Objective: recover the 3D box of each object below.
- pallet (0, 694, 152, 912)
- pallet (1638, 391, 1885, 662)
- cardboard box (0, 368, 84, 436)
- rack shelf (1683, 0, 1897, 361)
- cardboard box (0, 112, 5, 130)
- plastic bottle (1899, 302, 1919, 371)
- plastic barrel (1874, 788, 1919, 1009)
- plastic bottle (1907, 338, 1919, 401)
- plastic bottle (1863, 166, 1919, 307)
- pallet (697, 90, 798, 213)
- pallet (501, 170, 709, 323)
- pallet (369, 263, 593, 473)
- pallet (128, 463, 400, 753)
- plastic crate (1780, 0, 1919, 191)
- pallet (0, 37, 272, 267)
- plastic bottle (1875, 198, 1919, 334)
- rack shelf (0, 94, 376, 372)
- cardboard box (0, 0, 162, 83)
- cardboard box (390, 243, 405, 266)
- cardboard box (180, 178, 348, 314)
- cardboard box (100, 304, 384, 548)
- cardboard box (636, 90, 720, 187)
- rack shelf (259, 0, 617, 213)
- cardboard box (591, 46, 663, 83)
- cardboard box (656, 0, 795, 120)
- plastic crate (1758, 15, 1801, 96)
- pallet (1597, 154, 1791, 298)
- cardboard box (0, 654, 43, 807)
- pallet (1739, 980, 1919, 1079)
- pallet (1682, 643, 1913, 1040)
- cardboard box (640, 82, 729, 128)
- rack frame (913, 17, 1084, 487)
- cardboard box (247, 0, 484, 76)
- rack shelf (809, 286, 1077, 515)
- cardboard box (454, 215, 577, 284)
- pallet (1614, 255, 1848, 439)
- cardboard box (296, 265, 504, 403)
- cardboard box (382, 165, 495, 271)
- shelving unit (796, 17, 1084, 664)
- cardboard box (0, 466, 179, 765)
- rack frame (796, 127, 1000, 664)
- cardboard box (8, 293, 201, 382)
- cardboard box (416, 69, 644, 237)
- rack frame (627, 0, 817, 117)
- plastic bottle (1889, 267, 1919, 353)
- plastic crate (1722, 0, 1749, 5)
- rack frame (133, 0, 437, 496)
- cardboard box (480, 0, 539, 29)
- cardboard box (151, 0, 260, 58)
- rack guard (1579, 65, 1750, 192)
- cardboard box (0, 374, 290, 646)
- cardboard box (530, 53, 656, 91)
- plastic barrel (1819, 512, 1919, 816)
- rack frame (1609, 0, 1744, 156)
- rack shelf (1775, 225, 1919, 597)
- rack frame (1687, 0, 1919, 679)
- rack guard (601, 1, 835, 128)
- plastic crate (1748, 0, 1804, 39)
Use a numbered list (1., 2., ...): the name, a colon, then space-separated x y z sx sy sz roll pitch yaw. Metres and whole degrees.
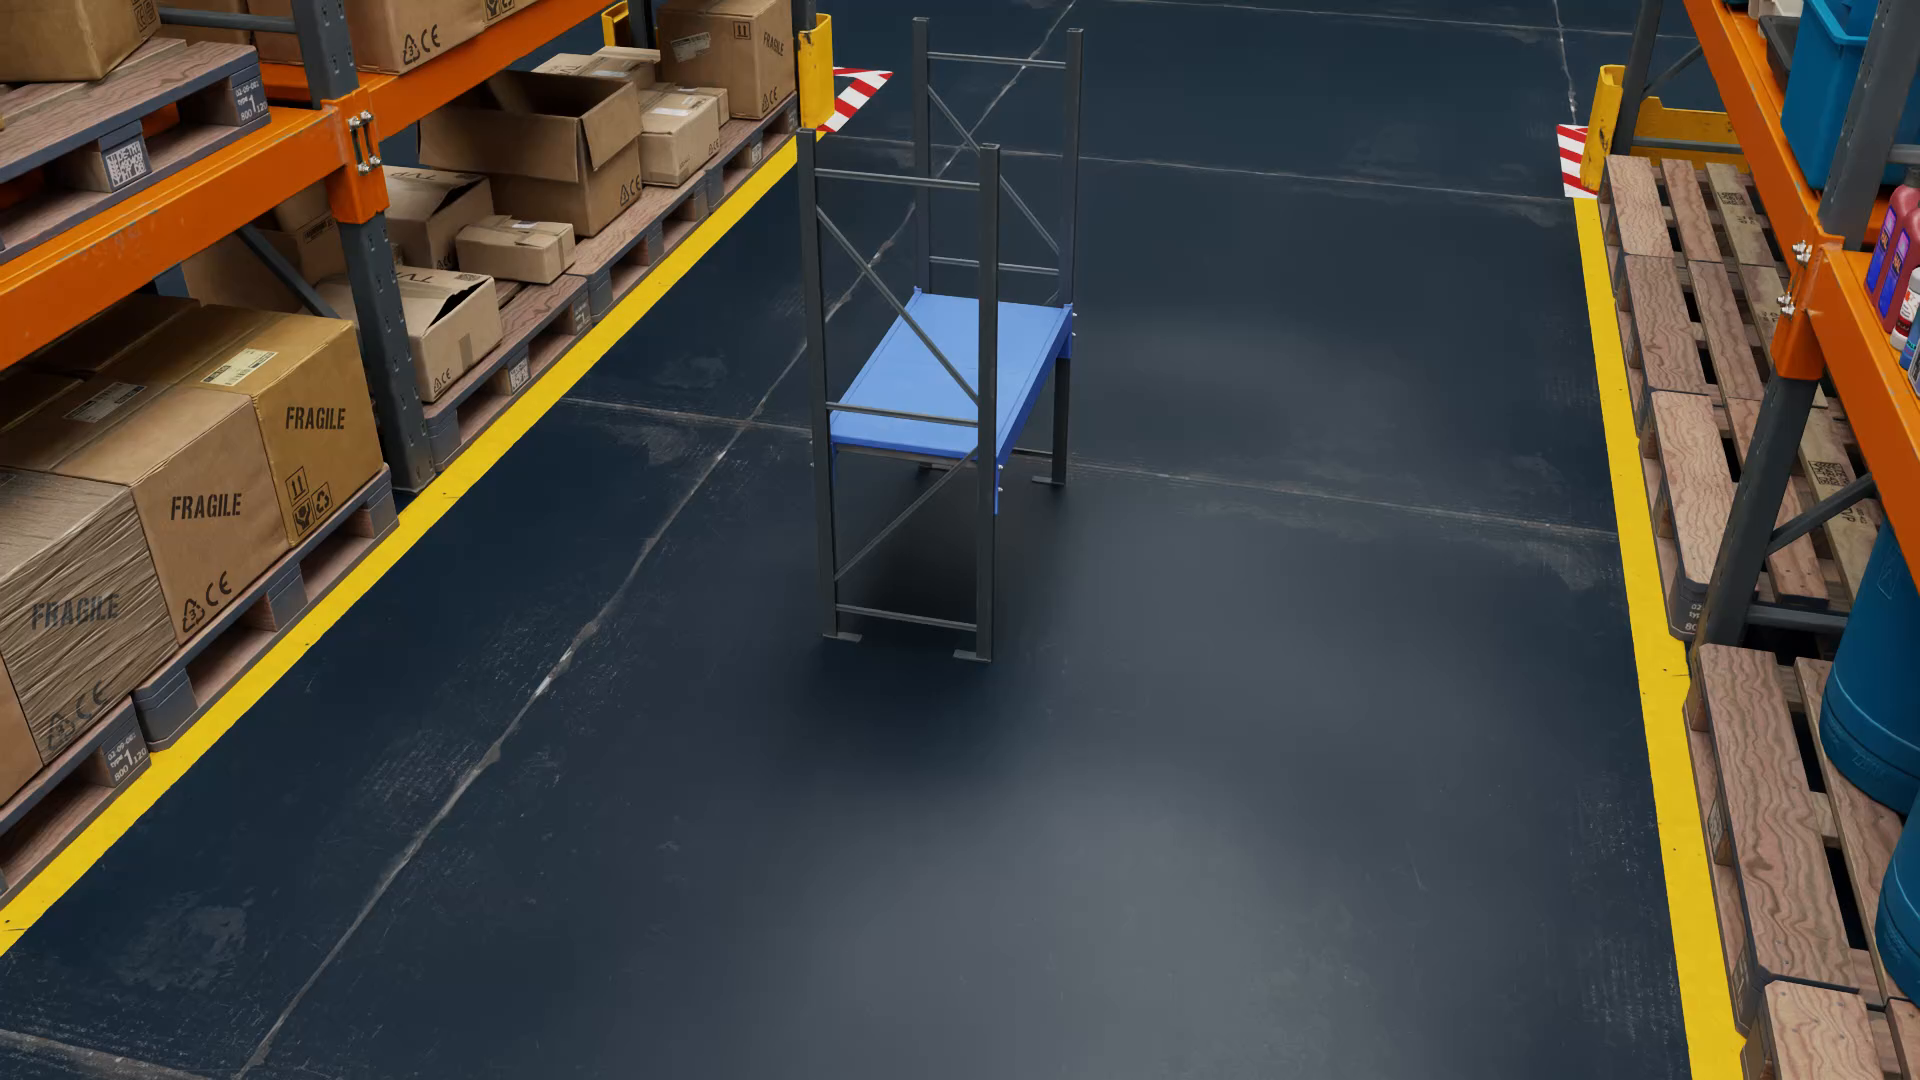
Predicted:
1. pallet: -2.731 0.728 3.907 1.003 0.211 1.213 8 33 12
2. pallet: 2.686 -0.044 5.123 1.003 0.211 1.213 8 33 12
3. cardboard box: -2.737 -0.145 4.603 0.500 0.500 0.500 8 33 13
4. rack shelf: 3.044 -1.569 5.592 1.077 0.370 4.000 8 33 12
5. cardboard box: -2.703 -1.149 3.777 0.700 0.500 0.500 13 35 20
6. plastic bottle: 1.961 -0.466 3.307 0.097 0.271 0.097 0 32 0
7. plastic barrel: 2.203 0.521 3.198 0.600 0.901 0.708 8 33 12
8. plastic bottle: 1.958 -0.404 3.205 0.152 0.276 0.135 8 33 12
9. plastic bottle: 2.031 -0.653 3.590 0.061 0.283 0.133 8 33 12
10. pallet: -1.459 -1.956 8.131 1.003 0.211 1.213 8 33 12
11. pallet: -1.771 -1.325 7.138 1.003 0.211 1.213 8 33 12
12. pallet: -2.078 -0.690 6.139 1.003 0.211 1.213 8 33 12
13. pallet: -2.423 0.093 4.906 1.003 0.211 1.213 8 33 12
14. plastic crate: 2.325 -1.142 4.209 0.392 0.384 0.575 8 33 12
15. pallet: -2.562 -1.030 4.253 1.003 0.211 1.213 8 33 12
16. plastic bottle: 1.997 -0.584 3.481 0.061 0.283 0.133 8 33 12
17. rack shelf: -2.761 -0.169 3.391 1.077 0.370 4.000 8 33 12
18. cardboard box: -2.590 -1.515 4.352 0.700 0.500 0.500 -3 33 -4
19. cardboard box: -2.346 -1.030 6.322 0.380 0.149 0.250 8 33 12
20. cardboard box: -2.383 -0.976 5.909 0.500 0.500 0.500 8 33 12
21. cardboard box: -2.102 -0.346 4.919 0.500 0.500 0.500 8 33 12
22. cardboard box: -1.408 -1.807 7.450 0.500 0.250 0.500 8 33 12
23. rack shelf: -1.746 -2.245 6.656 1.077 0.370 4.000 8 33 12
24. cardboard box: -1.677 -2.398 8.474 0.380 0.149 0.250 8 33 12
25. cardboard box: -1.138 -2.401 8.152 0.500 0.500 0.500 8 33 12
26. plastic crate: 2.561 -1.361 4.795 0.437 0.125 0.590 8 33 12
27. pallet: 3.305 -1.311 7.115 1.003 0.211 1.213 8 33 12
28. cardboard box: -2.490 0.433 3.692 0.500 0.500 0.500 7 33 11
29. pallet: 1.993 1.372 2.895 1.003 0.211 1.213 8 33 12
30. pallet: 2.301 0.737 3.894 1.003 0.211 1.213 8 33 12
31. cardboard box: -1.328 -2.063 7.930 0.380 0.166 0.250 8 33 12
32. rack frame: 0.107 -0.852 5.193 0.500 1.500 0.032 8 33 12
33. cardboard box: -1.861 -1.780 5.161 0.500 0.500 0.500 9 34 14
34. rack shelf: -0.022 -0.437 4.875 0.538 0.185 1.000 8 33 12
35. cardboard box: -1.728 -1.139 6.477 0.380 0.166 0.250 8 33 12
36. pallet: 2.993 -0.680 6.122 1.003 0.211 1.213 8 33 12
37. cardboard box: -1.938 -0.750 5.730 0.500 0.311 0.500 8 33 12
38. cardboard box: -2.193 -1.285 6.572 0.500 0.311 0.500 8 33 12
39. shelving unit: -0.022 -0.589 4.778 0.538 1.500 1.048 8 33 12
40. cardboard box: -2.363 0.169 4.108 0.500 0.500 0.500 8 33 13
41. rack frame: -0.151 -0.325 4.363 0.500 1.500 0.032 8 33 12
42. cardboard box: -2.612 -0.424 5.040 0.500 0.500 0.500 7 33 10
43. cardboard box: -1.782 -1.618 6.917 0.797 0.503 0.637 8 33 12
44. rack frame: -1.238 -3.586 8.096 1.000 3.000 0.127 8 33 12
45. plastic bottle: 1.986 -0.487 3.405 0.097 0.201 0.097 0 32 0
46. plastic crate: 2.760 -1.942 5.610 0.416 0.233 0.300 8 33 12
47. rack frame: -2.254 -1.511 4.830 1.000 3.000 0.127 8 33 12
48. cardboard box: -1.734 -2.046 5.580 0.500 0.500 0.500 9 33 13
49. cardboard box: -2.375 -1.847 5.267 0.500 0.500 0.500 9 33 13
50. rack guard: 3.545 -1.869 7.725 1.175 0.500 0.348 8 33 12
51. cardboard box: -2.235 -0.091 4.517 0.500 0.500 0.500 8 33 13
52. cardboard box: -1.778 -2.109 7.924 0.500 0.250 0.500 8 33 12
53. plastic barrel: 2.382 0.154 3.776 0.600 0.901 0.708 8 33 12
54. rack frame: 3.552 -2.910 7.032 1.000 3.000 0.127 8 33 12
55. rack shelf: 2.029 0.507 2.327 1.077 0.370 4.000 8 33 12
56. rack frame: 2.537 -0.834 3.767 1.000 3.000 0.127 8 33 12
57. rack guard: -1.258 -2.492 8.704 1.175 0.500 0.348 8 33 12
58. plastic crate: 2.688 -1.693 5.307 0.293 0.136 0.466 8 33 12
